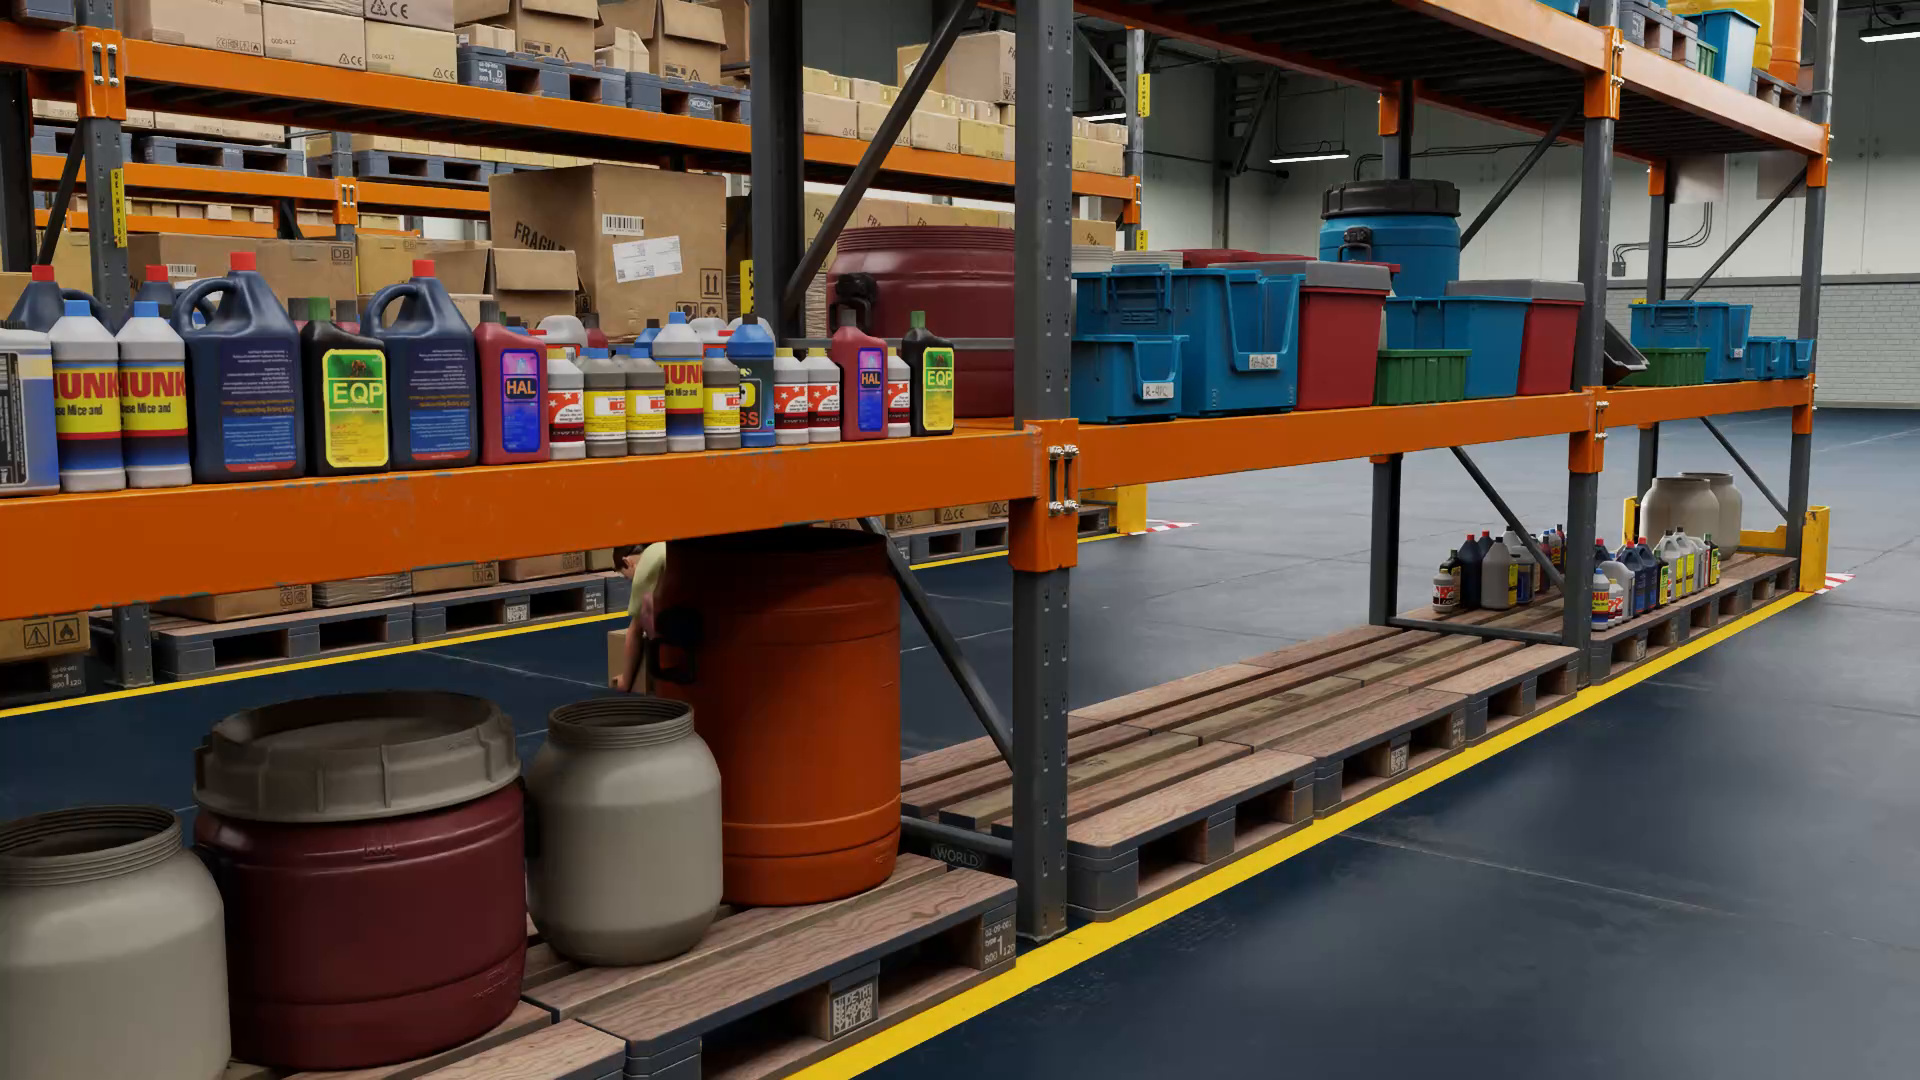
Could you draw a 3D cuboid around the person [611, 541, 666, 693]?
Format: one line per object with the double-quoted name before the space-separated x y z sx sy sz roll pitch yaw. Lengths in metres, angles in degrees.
"person" -1.146 0.311 7.146 0.863 0.759 0.450 5 8 37
